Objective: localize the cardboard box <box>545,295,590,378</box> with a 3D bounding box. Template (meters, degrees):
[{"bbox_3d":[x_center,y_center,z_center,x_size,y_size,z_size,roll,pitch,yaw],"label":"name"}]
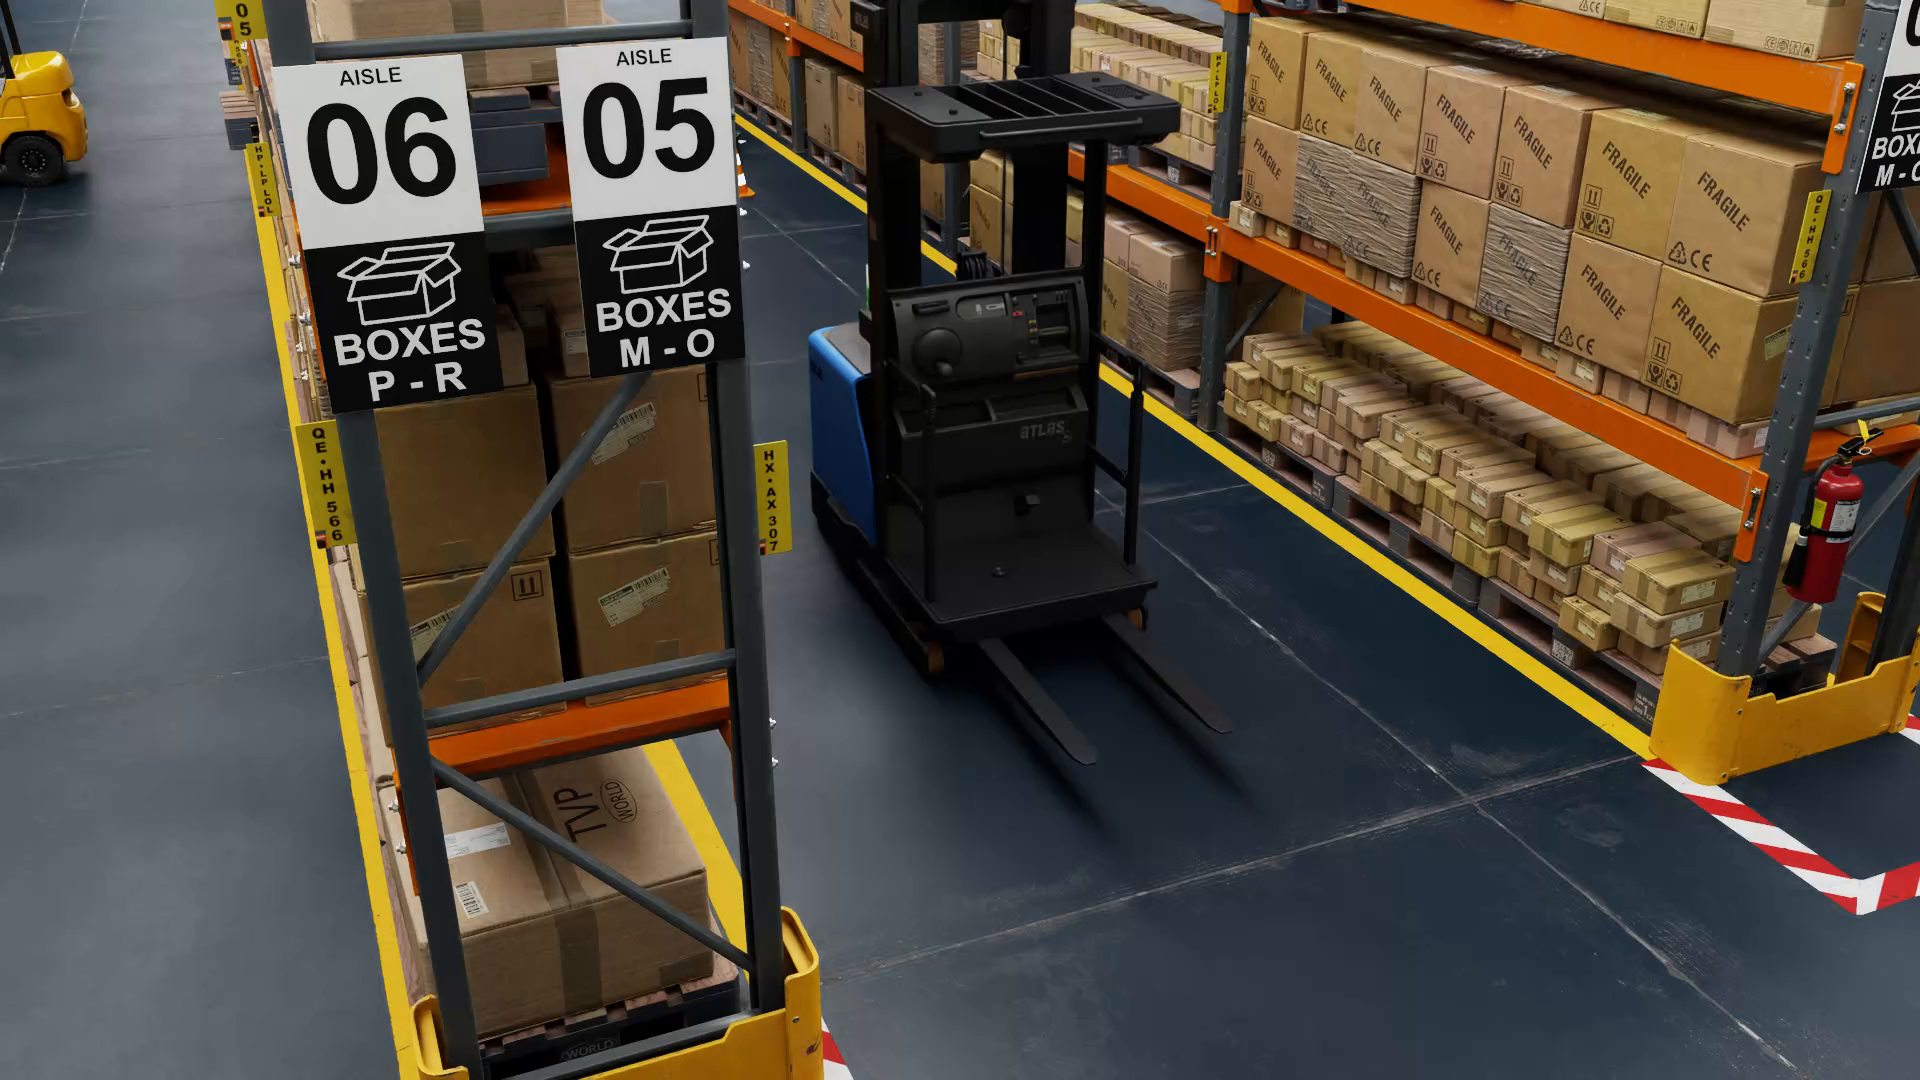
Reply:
[{"bbox_3d":[-0.904,-0.570,4.505,0.380,0.149,0.250,-10,28,-20],"label":"cardboard box"}]

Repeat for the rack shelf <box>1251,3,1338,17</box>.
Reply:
[{"bbox_3d":[4.182,-5.010,16.412,1.077,0.370,4.000,-11,28,-21],"label":"rack shelf"}]

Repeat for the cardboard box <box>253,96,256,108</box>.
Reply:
[{"bbox_3d":[-4.669,-3.086,11.460,0.380,0.149,0.250,-10,28,-20],"label":"cardboard box"}]

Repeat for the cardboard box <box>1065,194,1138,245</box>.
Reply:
[{"bbox_3d":[0.995,-2.180,11.311,0.500,0.250,0.500,-12,28,-23],"label":"cardboard box"}]

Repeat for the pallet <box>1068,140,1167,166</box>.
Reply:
[{"bbox_3d":[1.175,-2.836,11.358,1.003,0.211,1.213,-11,28,-21],"label":"pallet"}]

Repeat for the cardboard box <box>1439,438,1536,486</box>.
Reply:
[{"bbox_3d":[2.590,-0.363,8.168,0.380,0.149,0.250,-12,28,-22],"label":"cardboard box"}]

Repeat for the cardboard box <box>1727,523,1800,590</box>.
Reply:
[{"bbox_3d":[3.603,0.071,7.279,0.380,0.149,0.250,-12,28,-23],"label":"cardboard box"}]

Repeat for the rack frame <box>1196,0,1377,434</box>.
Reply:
[{"bbox_3d":[1.929,-2.099,9.631,1.000,3.000,0.127,-11,28,-21],"label":"rack frame"}]

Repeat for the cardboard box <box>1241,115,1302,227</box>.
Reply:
[{"bbox_3d":[1.891,-2.035,9.045,0.500,0.500,0.500,-11,28,-22],"label":"cardboard box"}]

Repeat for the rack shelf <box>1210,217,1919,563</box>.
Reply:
[{"bbox_3d":[2.712,-0.969,8.135,1.077,0.370,4.000,-11,28,-21],"label":"rack shelf"}]

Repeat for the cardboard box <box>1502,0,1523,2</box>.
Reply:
[{"bbox_3d":[2.459,-2.522,7.248,0.500,0.250,0.500,-9,28,-18],"label":"cardboard box"}]

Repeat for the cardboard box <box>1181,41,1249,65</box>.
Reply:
[{"bbox_3d":[1.690,-3.202,11.020,0.380,0.149,0.250,-10,28,-19],"label":"cardboard box"}]

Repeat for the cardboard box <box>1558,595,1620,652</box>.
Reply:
[{"bbox_3d":[2.903,0.345,7.396,0.380,0.149,0.250,-10,28,-19],"label":"cardboard box"}]

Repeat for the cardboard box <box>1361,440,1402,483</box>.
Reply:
[{"bbox_3d":[2.316,-0.423,8.629,0.380,0.149,0.250,-11,28,-21],"label":"cardboard box"}]

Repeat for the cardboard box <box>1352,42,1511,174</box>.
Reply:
[{"bbox_3d":[2.267,-2.088,8.015,0.500,0.500,0.500,-10,28,-20],"label":"cardboard box"}]

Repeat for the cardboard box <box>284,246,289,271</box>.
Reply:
[{"bbox_3d":[-2.994,-1.278,8.120,0.500,0.250,0.500,-11,28,-22],"label":"cardboard box"}]

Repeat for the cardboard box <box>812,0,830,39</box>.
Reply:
[{"bbox_3d":[-1.048,-4.912,15.277,0.500,0.500,0.500,-10,28,-20],"label":"cardboard box"}]

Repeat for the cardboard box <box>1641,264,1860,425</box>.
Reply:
[{"bbox_3d":[3.082,-0.800,6.517,0.500,0.500,0.500,-10,28,-20],"label":"cardboard box"}]

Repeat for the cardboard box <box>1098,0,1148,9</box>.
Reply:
[{"bbox_3d":[2.062,-6.566,21.149,0.500,0.500,0.500,-5,27,-11],"label":"cardboard box"}]

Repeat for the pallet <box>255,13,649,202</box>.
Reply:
[{"bbox_3d":[-1.320,-1.199,4.469,1.003,0.211,1.213,-11,28,-21],"label":"pallet"}]

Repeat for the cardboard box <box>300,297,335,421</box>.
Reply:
[{"bbox_3d":[-1.660,-0.447,4.993,0.500,0.500,0.500,-10,28,-20],"label":"cardboard box"}]

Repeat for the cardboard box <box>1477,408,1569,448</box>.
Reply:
[{"bbox_3d":[2.882,-0.542,8.534,0.380,0.149,0.250,-11,28,-20],"label":"cardboard box"}]

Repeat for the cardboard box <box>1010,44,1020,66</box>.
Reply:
[{"bbox_3d":[0.582,-3.478,11.922,0.380,0.149,0.250,-11,28,-22],"label":"cardboard box"}]

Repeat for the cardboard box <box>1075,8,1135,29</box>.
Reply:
[{"bbox_3d":[1.072,-3.836,12.318,0.380,0.149,0.250,-11,28,-21],"label":"cardboard box"}]

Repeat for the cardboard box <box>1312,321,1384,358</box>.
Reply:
[{"bbox_3d":[2.308,-1.175,9.831,0.380,0.149,0.250,-10,28,-19],"label":"cardboard box"}]

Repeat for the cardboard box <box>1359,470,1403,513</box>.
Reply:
[{"bbox_3d":[2.321,-0.288,8.691,0.380,0.149,0.250,-11,28,-22],"label":"cardboard box"}]

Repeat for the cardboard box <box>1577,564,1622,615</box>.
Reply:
[{"bbox_3d":[2.973,0.195,7.363,0.380,0.149,0.250,-11,28,-22],"label":"cardboard box"}]

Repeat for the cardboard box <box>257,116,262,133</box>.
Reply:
[{"bbox_3d":[-3.797,-2.321,9.686,0.500,0.250,0.500,-11,28,-21],"label":"cardboard box"}]

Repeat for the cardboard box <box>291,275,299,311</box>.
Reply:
[{"bbox_3d":[-2.450,-0.815,6.886,0.500,0.500,0.500,-10,28,-20],"label":"cardboard box"}]

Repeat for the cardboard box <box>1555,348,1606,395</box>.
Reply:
[{"bbox_3d":[2.811,-0.759,7.172,0.380,0.149,0.250,-10,28,-19],"label":"cardboard box"}]

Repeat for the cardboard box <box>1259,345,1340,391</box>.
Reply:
[{"bbox_3d":[1.926,-0.978,9.427,0.380,0.149,0.250,-9,27,-18],"label":"cardboard box"}]

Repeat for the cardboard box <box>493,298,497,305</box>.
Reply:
[{"bbox_3d":[-1.466,-0.588,4.542,0.380,0.149,0.250,-10,28,-20],"label":"cardboard box"}]

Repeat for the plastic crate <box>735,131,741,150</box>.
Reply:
[{"bbox_3d":[-2.478,-3.936,16.532,0.450,0.188,0.662,12,27,2],"label":"plastic crate"}]

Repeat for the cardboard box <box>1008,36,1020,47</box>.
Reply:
[{"bbox_3d":[0.565,-3.630,11.895,0.380,0.149,0.250,-11,28,-21],"label":"cardboard box"}]

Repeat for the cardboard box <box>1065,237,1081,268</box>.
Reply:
[{"bbox_3d":[1.010,-1.835,11.460,0.500,0.500,0.500,-11,28,-22],"label":"cardboard box"}]

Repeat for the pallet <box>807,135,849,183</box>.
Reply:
[{"bbox_3d":[-0.833,-3.777,16.246,1.003,0.211,1.213,-11,28,-21],"label":"pallet"}]

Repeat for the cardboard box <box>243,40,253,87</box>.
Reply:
[{"bbox_3d":[-4.185,-3.076,10.377,0.500,0.500,0.500,-12,28,-22],"label":"cardboard box"}]

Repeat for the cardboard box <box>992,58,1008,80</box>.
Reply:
[{"bbox_3d":[0.457,-3.466,12.238,0.380,0.149,0.250,-9,27,-18],"label":"cardboard box"}]

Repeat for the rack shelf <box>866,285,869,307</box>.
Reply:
[{"bbox_3d":[-0.311,-1.257,9.009,0.258,0.148,0.480,-10,28,-20],"label":"rack shelf"}]

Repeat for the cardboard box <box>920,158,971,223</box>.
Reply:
[{"bbox_3d":[0.207,-3.153,13.875,1.050,0.750,0.750,-11,28,-21],"label":"cardboard box"}]

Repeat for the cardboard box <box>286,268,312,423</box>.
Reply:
[{"bbox_3d":[-3.264,-1.042,9.408,0.875,0.875,0.875,-10,28,-19],"label":"cardboard box"}]

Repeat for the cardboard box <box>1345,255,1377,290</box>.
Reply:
[{"bbox_3d":[2.200,-1.402,8.489,0.380,0.149,0.250,-10,28,-20],"label":"cardboard box"}]

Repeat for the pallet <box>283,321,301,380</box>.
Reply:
[{"bbox_3d":[-3.913,-1.238,11.046,1.003,0.211,1.213,-11,28,-21],"label":"pallet"}]

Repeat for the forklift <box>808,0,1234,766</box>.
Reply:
[{"bbox_3d":[0.226,-0.914,7.282,1.130,2.935,3.031,-10,28,-20],"label":"forklift"}]

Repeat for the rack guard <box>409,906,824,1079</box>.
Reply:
[{"bbox_3d":[-1.011,1.540,5.026,1.175,0.500,0.348,-11,28,-21],"label":"rack guard"}]

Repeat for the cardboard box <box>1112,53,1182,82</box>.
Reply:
[{"bbox_3d":[1.190,-2.990,10.584,0.380,0.149,0.250,-12,28,-22],"label":"cardboard box"}]

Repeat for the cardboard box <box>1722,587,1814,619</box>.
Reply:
[{"bbox_3d":[3.526,0.219,7.315,0.380,0.149,0.250,-9,28,-18],"label":"cardboard box"}]

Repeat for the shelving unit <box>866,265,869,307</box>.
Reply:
[{"bbox_3d":[-0.311,-0.884,9.192,0.258,1.200,0.503,-10,28,-20],"label":"shelving unit"}]

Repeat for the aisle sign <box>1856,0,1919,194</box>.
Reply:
[{"bbox_3d":[3.248,-1.572,5.587,0.394,0.787,0.004,-11,28,-21],"label":"aisle sign"}]

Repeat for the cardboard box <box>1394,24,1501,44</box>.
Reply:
[{"bbox_3d":[2.569,-2.376,8.605,0.500,0.500,0.500,-12,28,-22],"label":"cardboard box"}]
